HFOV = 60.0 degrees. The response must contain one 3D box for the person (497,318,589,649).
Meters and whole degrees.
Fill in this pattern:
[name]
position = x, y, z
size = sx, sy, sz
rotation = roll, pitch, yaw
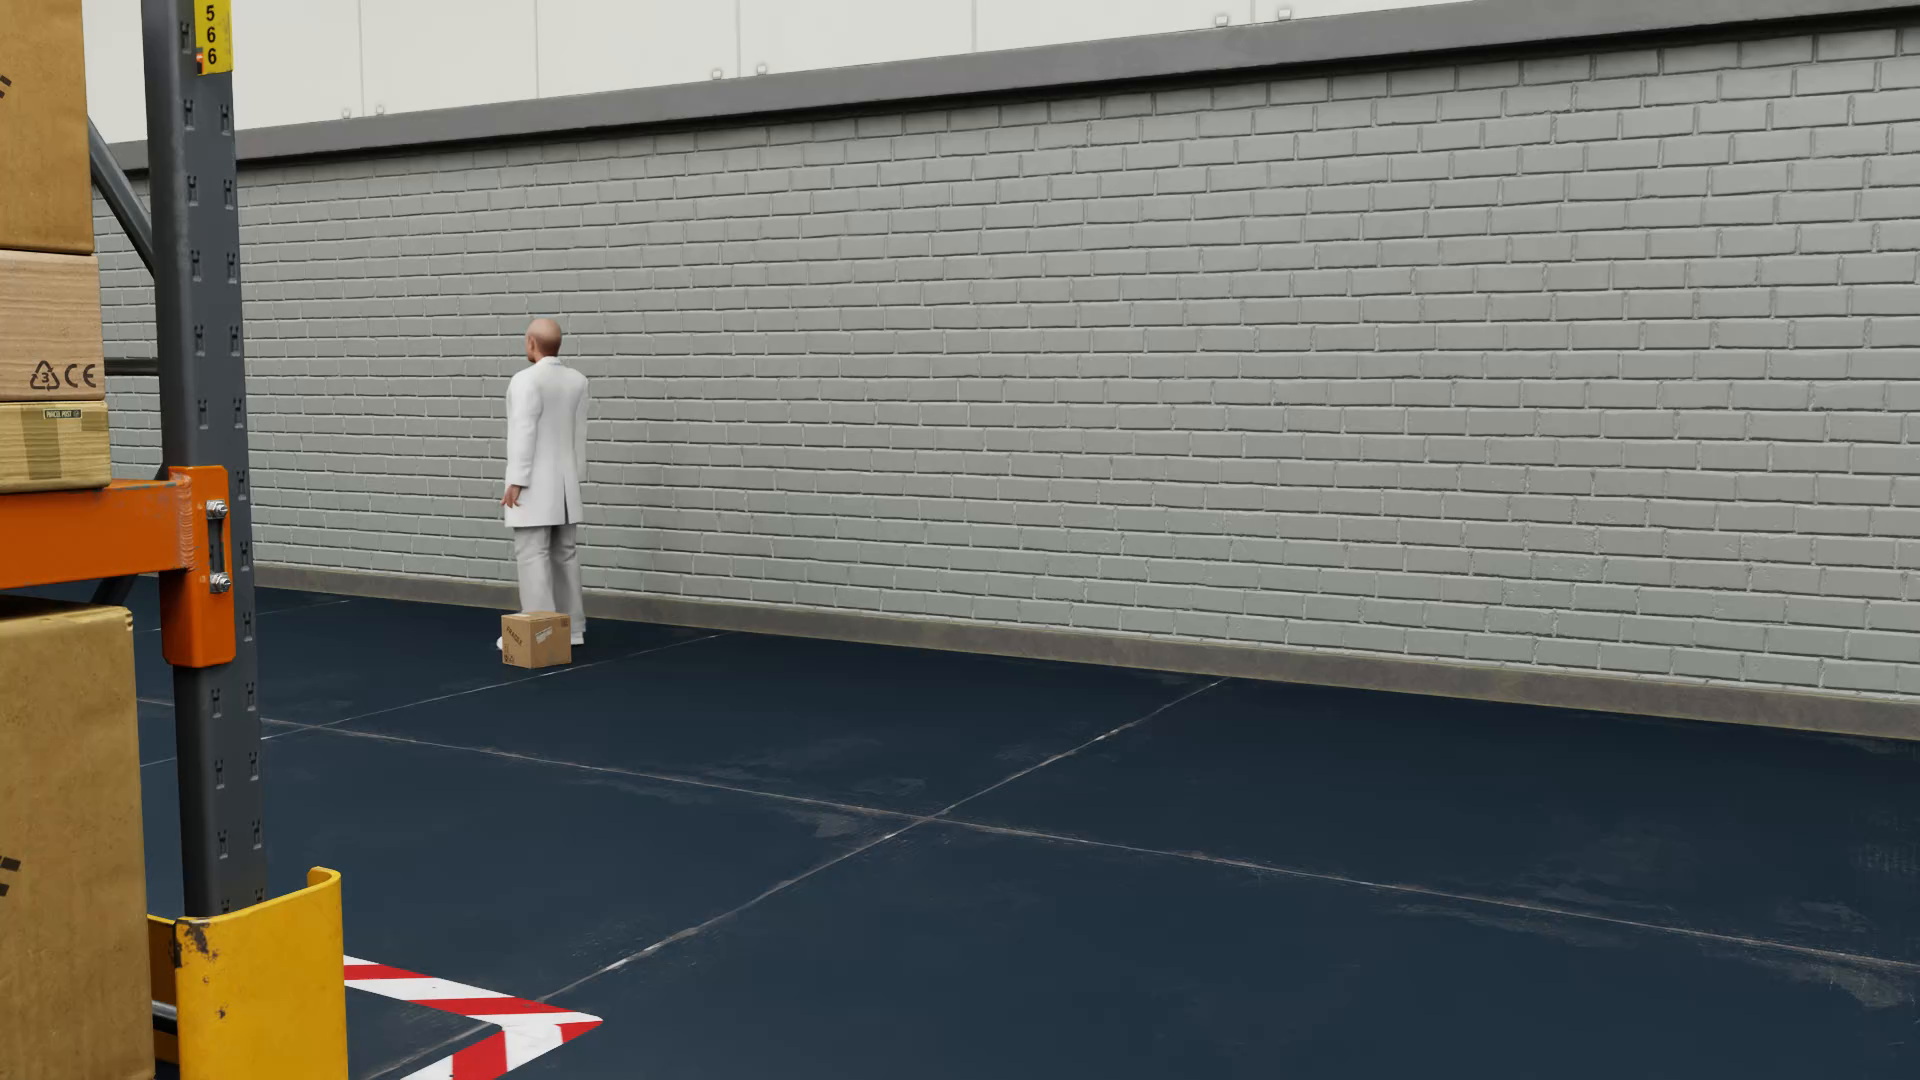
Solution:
[person]
position = -2.273, -0.300, 8.979
size = 0.381, 1.783, 0.568
rotation = 3, 7, 28
